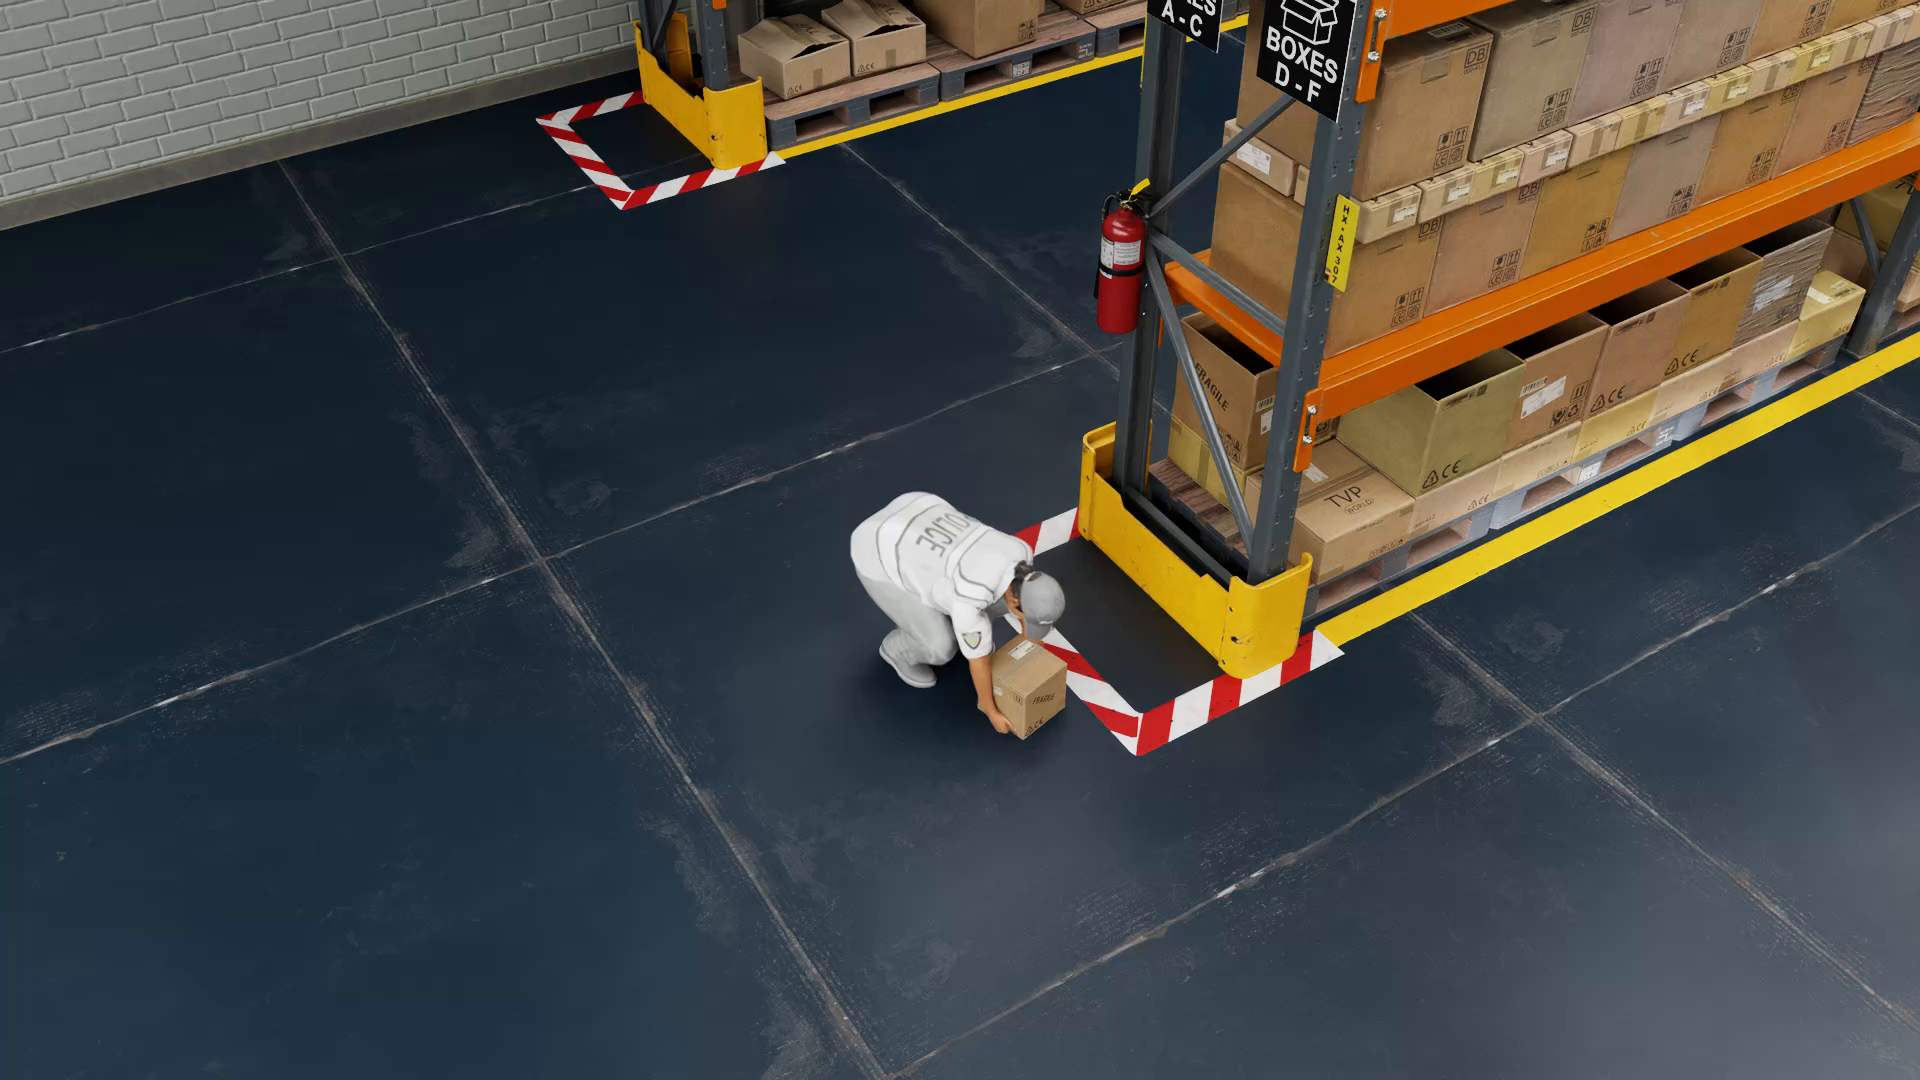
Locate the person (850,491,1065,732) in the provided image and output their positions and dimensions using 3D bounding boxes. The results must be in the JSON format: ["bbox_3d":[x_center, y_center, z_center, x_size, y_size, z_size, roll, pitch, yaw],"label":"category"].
[{"bbox_3d":[0.001,0.259,6.578,0.934,0.753,0.496,31,50,31],"label":"person"}]
